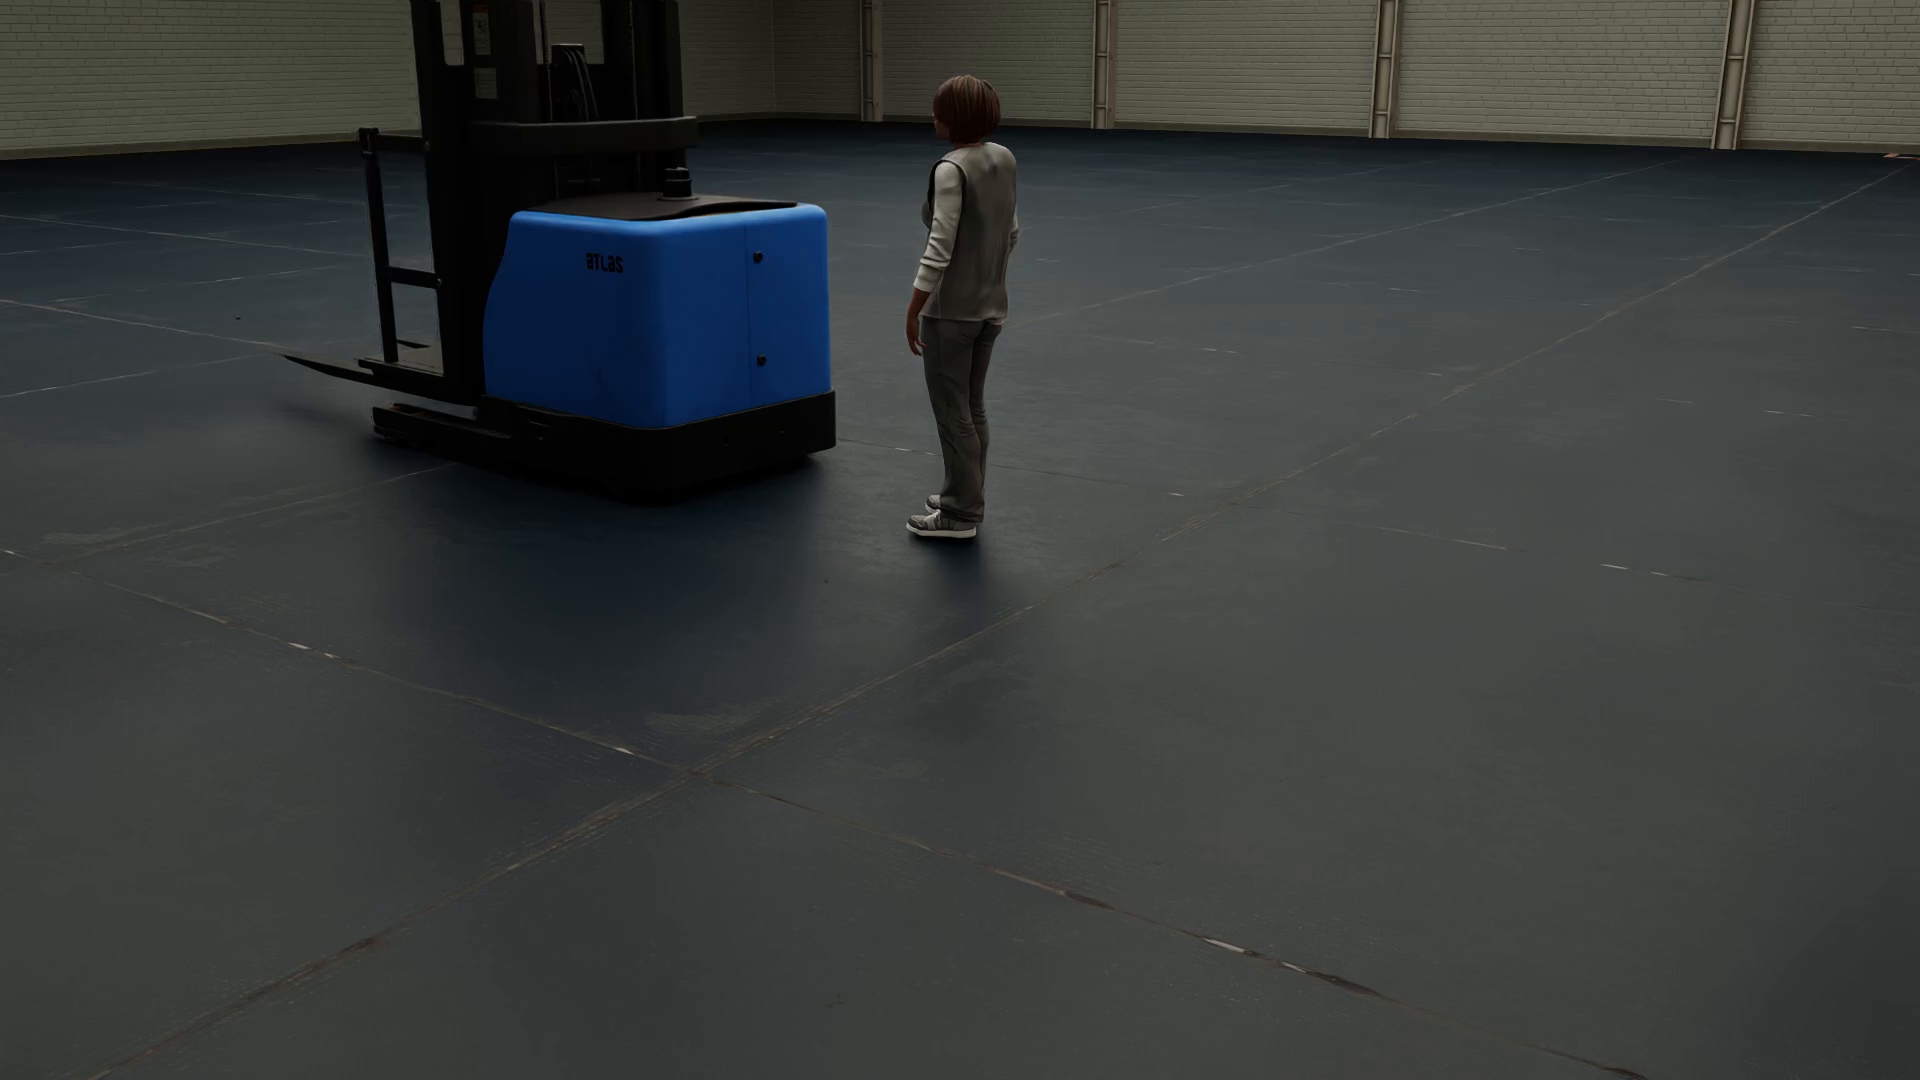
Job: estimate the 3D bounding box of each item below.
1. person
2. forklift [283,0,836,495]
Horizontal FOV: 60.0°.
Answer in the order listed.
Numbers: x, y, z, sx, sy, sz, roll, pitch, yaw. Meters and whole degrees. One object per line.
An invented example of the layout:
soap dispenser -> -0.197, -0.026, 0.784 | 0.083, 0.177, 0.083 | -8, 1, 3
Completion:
person -> -0.054, -0.787, 5.769 | 0.473, 1.599, 0.521 | 11, 20, 33
forklift -> -1.979, -1.903, 7.198 | 3.031, 2.935, 1.130 | 13, 21, 38
